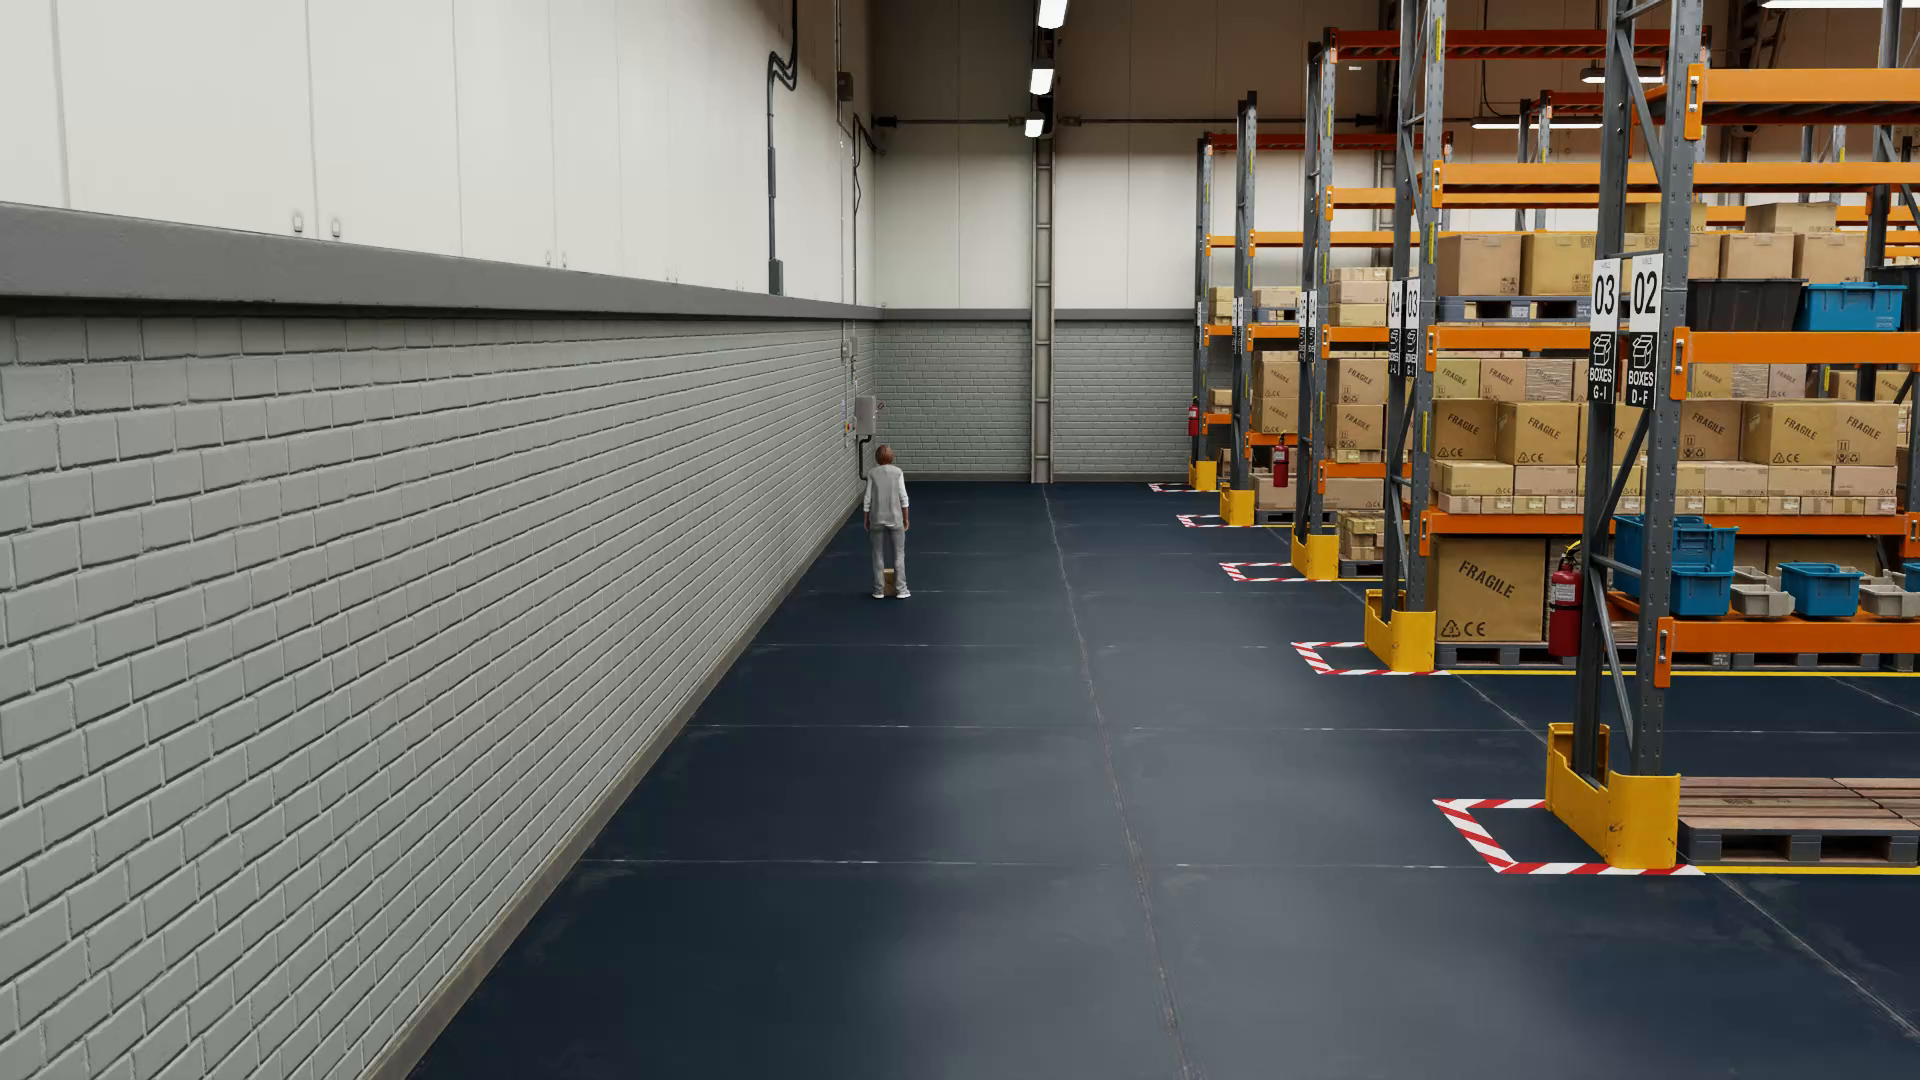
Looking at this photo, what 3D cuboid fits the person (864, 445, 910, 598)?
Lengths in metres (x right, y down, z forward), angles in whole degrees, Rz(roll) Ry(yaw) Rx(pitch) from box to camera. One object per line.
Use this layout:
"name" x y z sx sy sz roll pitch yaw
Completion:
"person" -0.761 -0.188 17.261 0.477 1.593 0.346 0 7 0
